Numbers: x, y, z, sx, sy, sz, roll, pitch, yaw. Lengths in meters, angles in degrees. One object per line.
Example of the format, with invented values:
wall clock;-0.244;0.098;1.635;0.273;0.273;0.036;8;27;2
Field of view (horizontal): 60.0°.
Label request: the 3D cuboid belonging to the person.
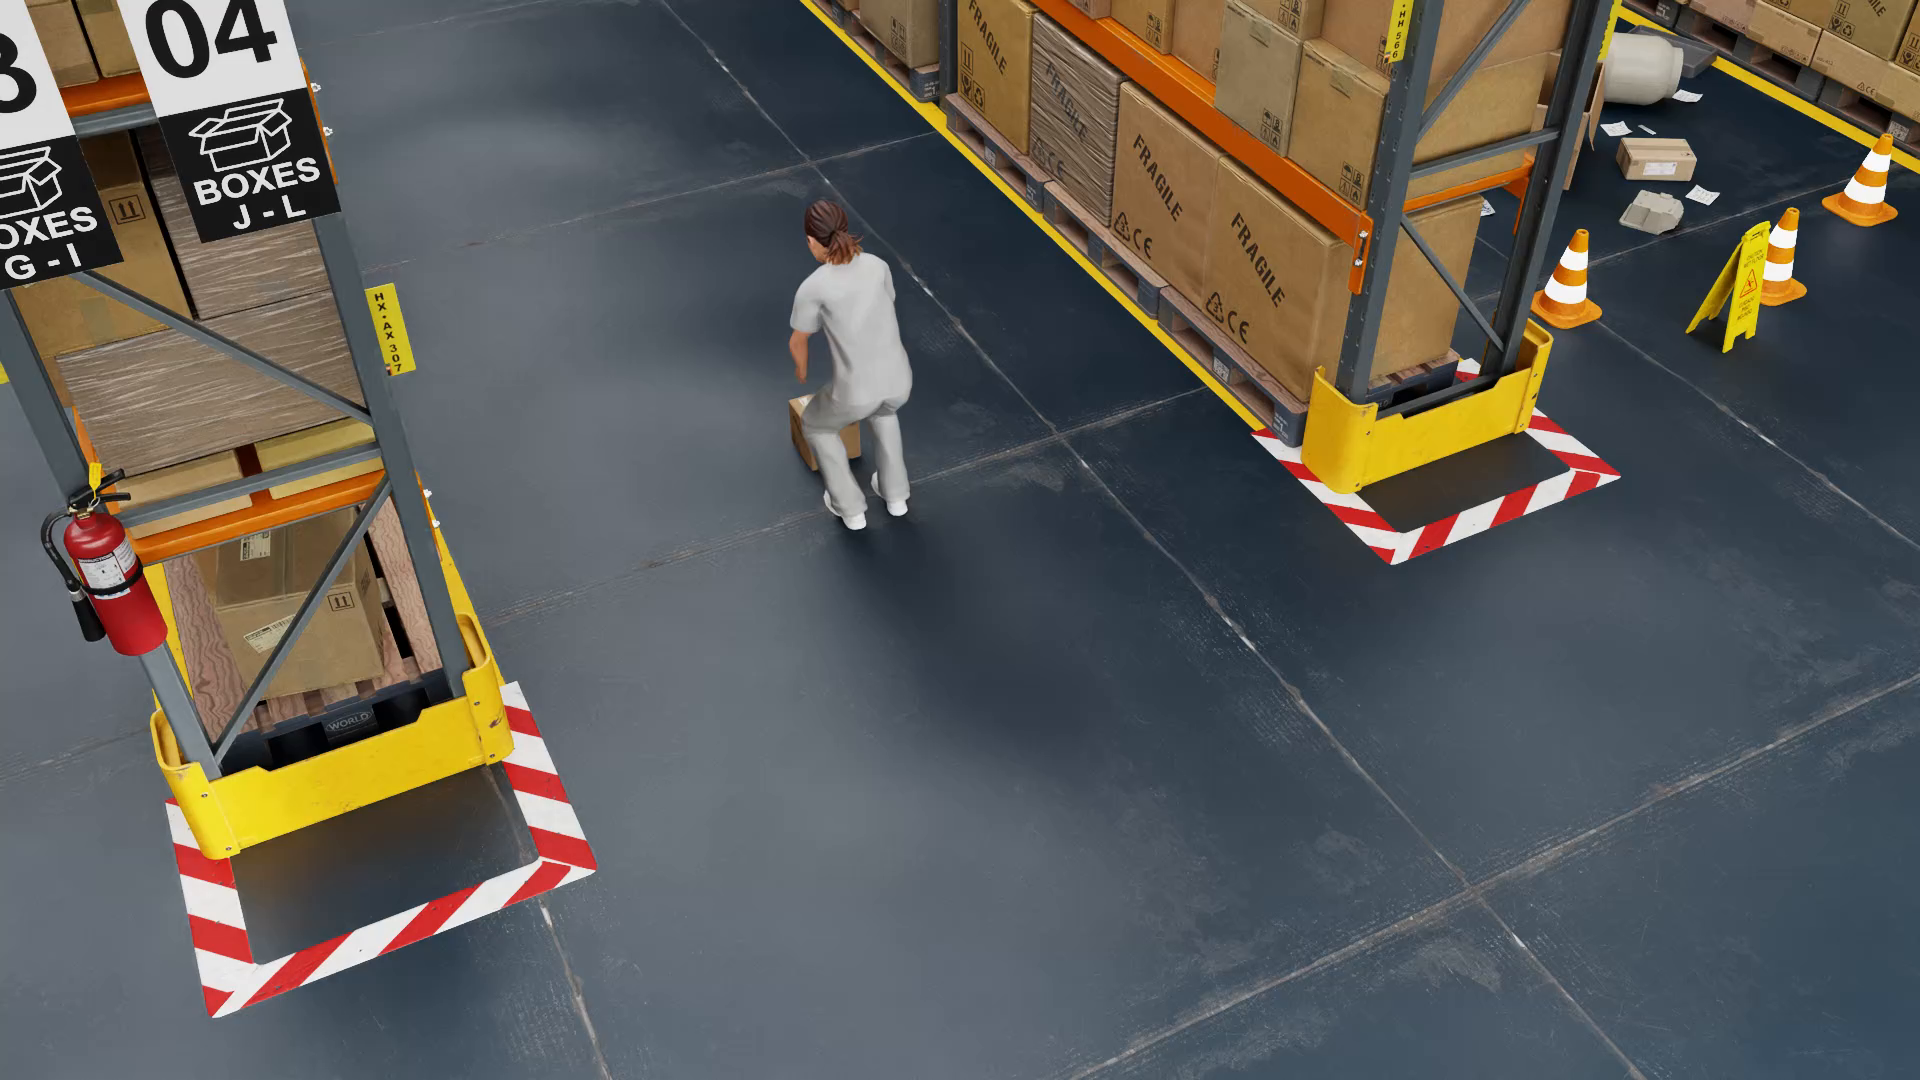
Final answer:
person;-0.472;-0.718;7.136;0.488;1.469;0.575;-19;45;-20
